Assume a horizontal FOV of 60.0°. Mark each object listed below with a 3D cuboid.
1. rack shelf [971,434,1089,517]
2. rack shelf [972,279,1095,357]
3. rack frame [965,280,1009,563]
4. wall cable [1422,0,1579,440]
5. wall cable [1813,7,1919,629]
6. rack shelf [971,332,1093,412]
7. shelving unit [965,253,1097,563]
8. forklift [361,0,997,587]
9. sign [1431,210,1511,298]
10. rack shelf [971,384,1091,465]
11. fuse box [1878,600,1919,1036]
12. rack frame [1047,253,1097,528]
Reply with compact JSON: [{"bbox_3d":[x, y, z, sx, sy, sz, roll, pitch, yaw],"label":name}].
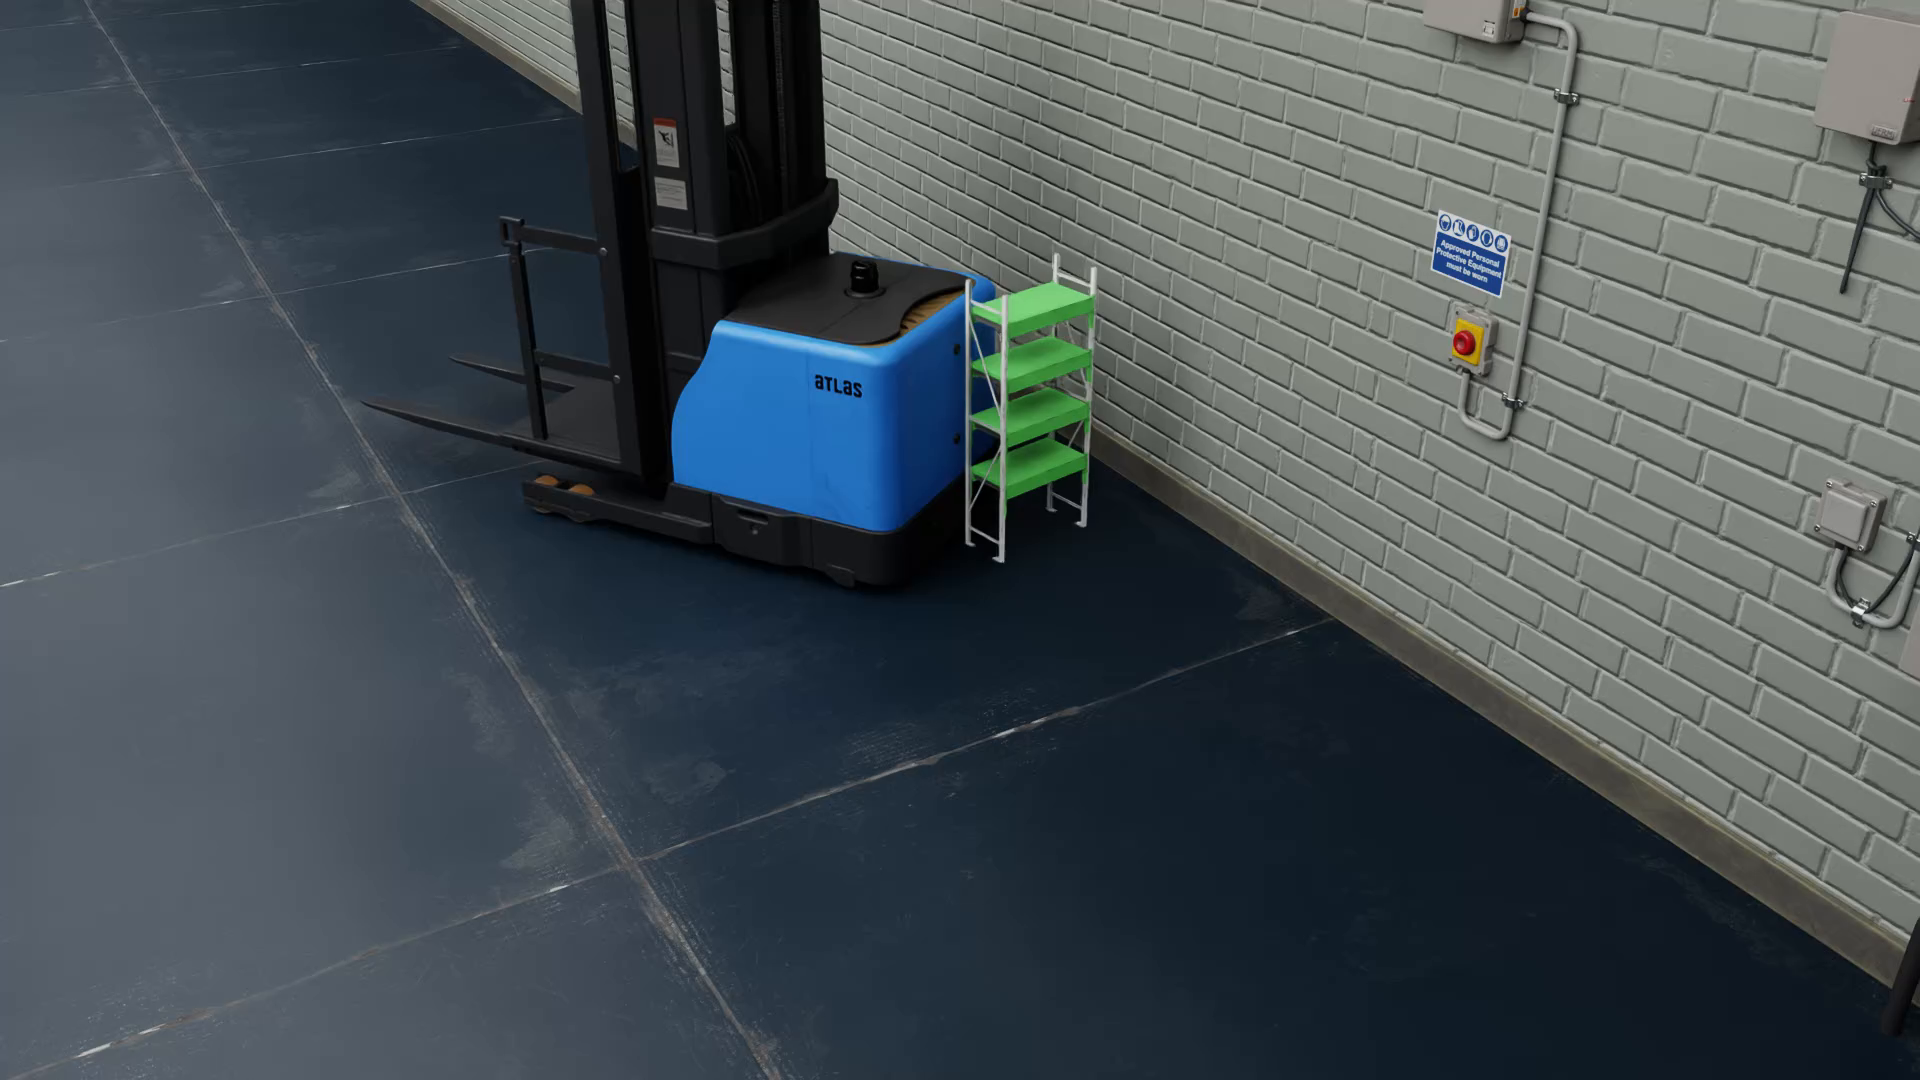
[{"bbox_3d":[0.291,-0.282,7.149,0.480,0.148,0.258,-23,36,-35],"label":"rack shelf"},{"bbox_3d":[0.291,-0.913,6.801,0.480,0.148,0.258,-23,36,-35],"label":"rack shelf"},{"bbox_3d":[0.106,-0.471,6.862,0.015,1.200,0.240,-23,36,-35],"label":"rack frame"},{"bbox_3d":[1.694,-1.274,5.370,0.123,1.953,0.585,-16,33,-26],"label":"wall cable"},{"bbox_3d":[2.423,-0.672,4.312,0.122,1.984,0.588,-16,33,-26],"label":"wall cable"},{"bbox_3d":[0.291,-0.703,6.917,0.480,0.148,0.258,-23,36,-35],"label":"rack shelf"},{"bbox_3d":[0.291,-0.548,7.002,0.503,1.200,0.258,-23,36,-35],"label":"shelving unit"},{"bbox_3d":[-1.386,-1.573,7.067,3.031,2.935,1.130,14,32,23],"label":"forklift"},{"bbox_3d":[1.723,-0.969,5.621,0.001,0.218,0.327,-16,33,-26],"label":"sign"},{"bbox_3d":[0.291,-0.492,7.033,0.480,0.148,0.258,-23,36,-35],"label":"rack shelf"},{"bbox_3d":[2.633,0.660,4.284,0.414,1.711,0.539,-16,33,-26],"label":"fuse box"},{"bbox_3d":[0.476,-0.625,7.141,0.015,1.200,0.240,-23,36,-35],"label":"rack frame"}]
